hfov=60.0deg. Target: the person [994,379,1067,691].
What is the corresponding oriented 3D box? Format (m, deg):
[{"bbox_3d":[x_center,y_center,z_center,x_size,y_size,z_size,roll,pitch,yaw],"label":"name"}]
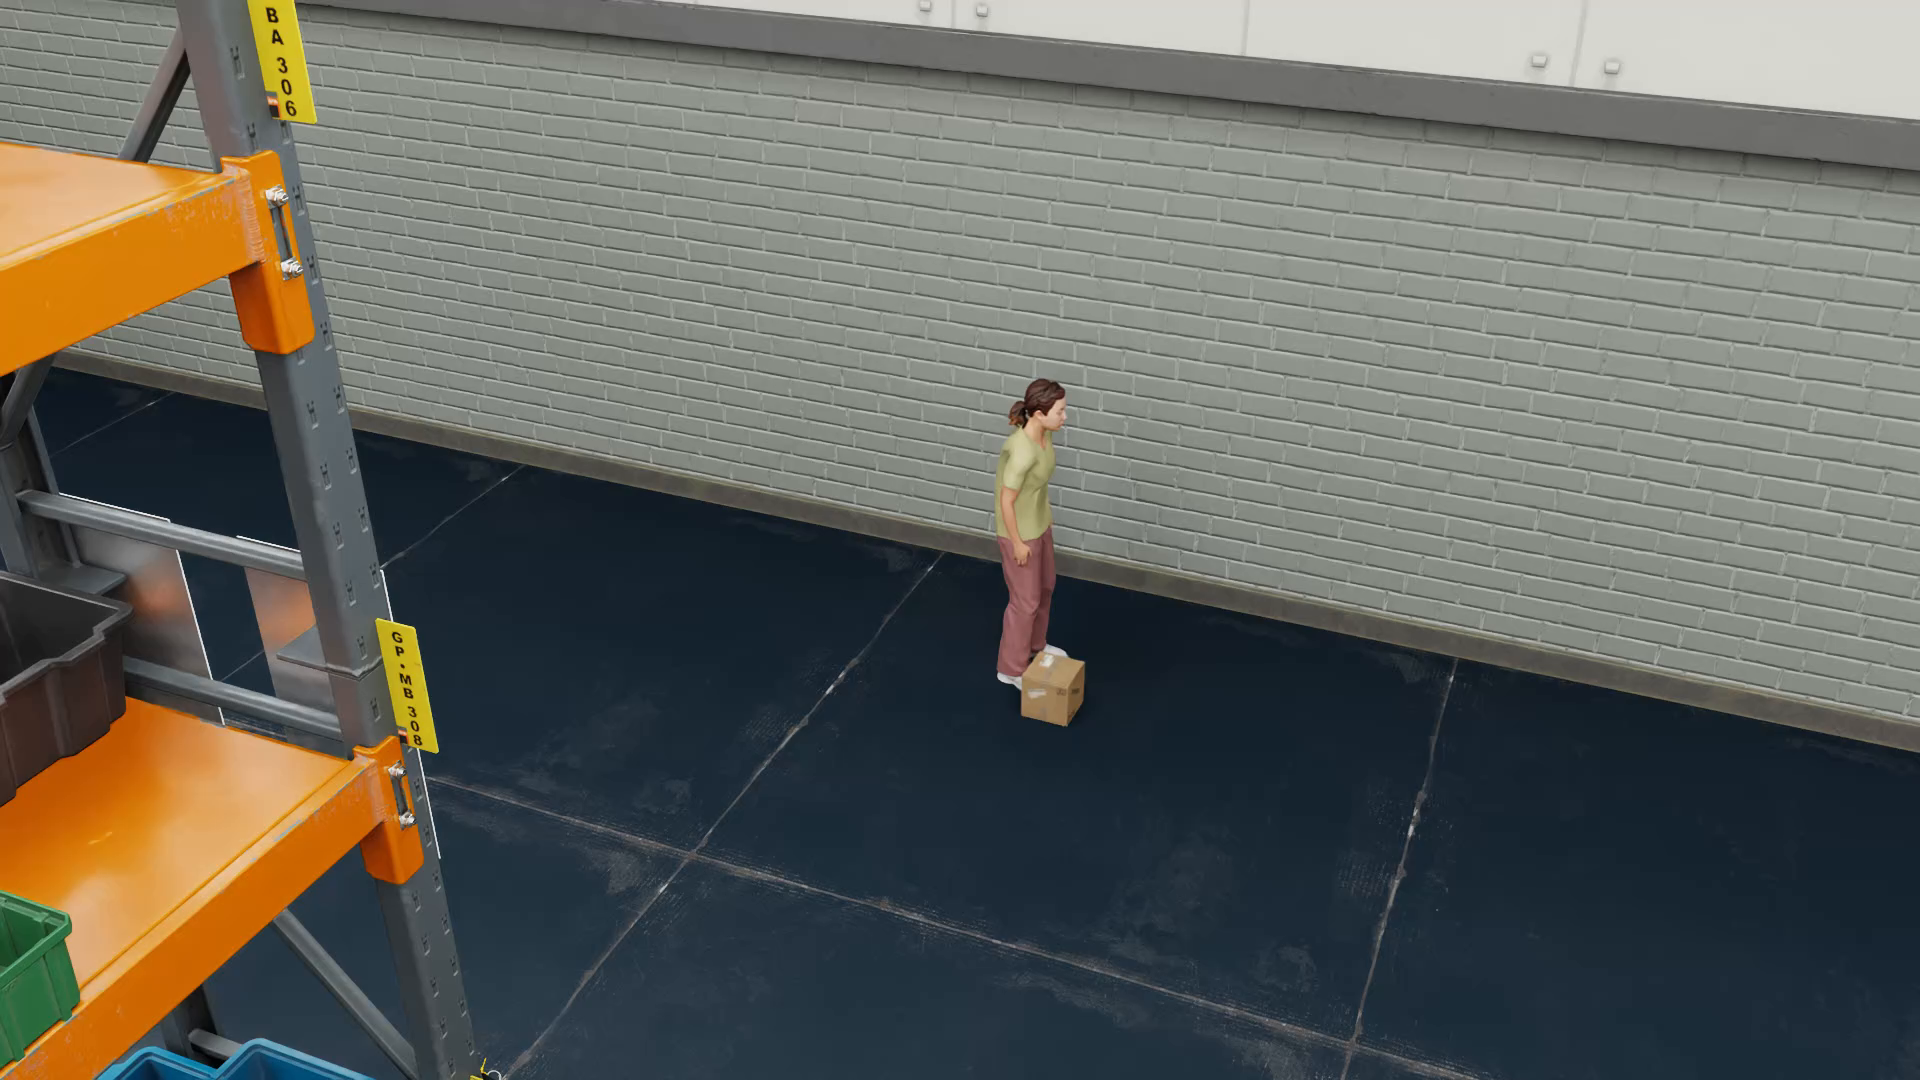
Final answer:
[{"bbox_3d":[0.362,-0.047,8.476,0.360,1.672,0.499,10,31,17],"label":"person"}]
